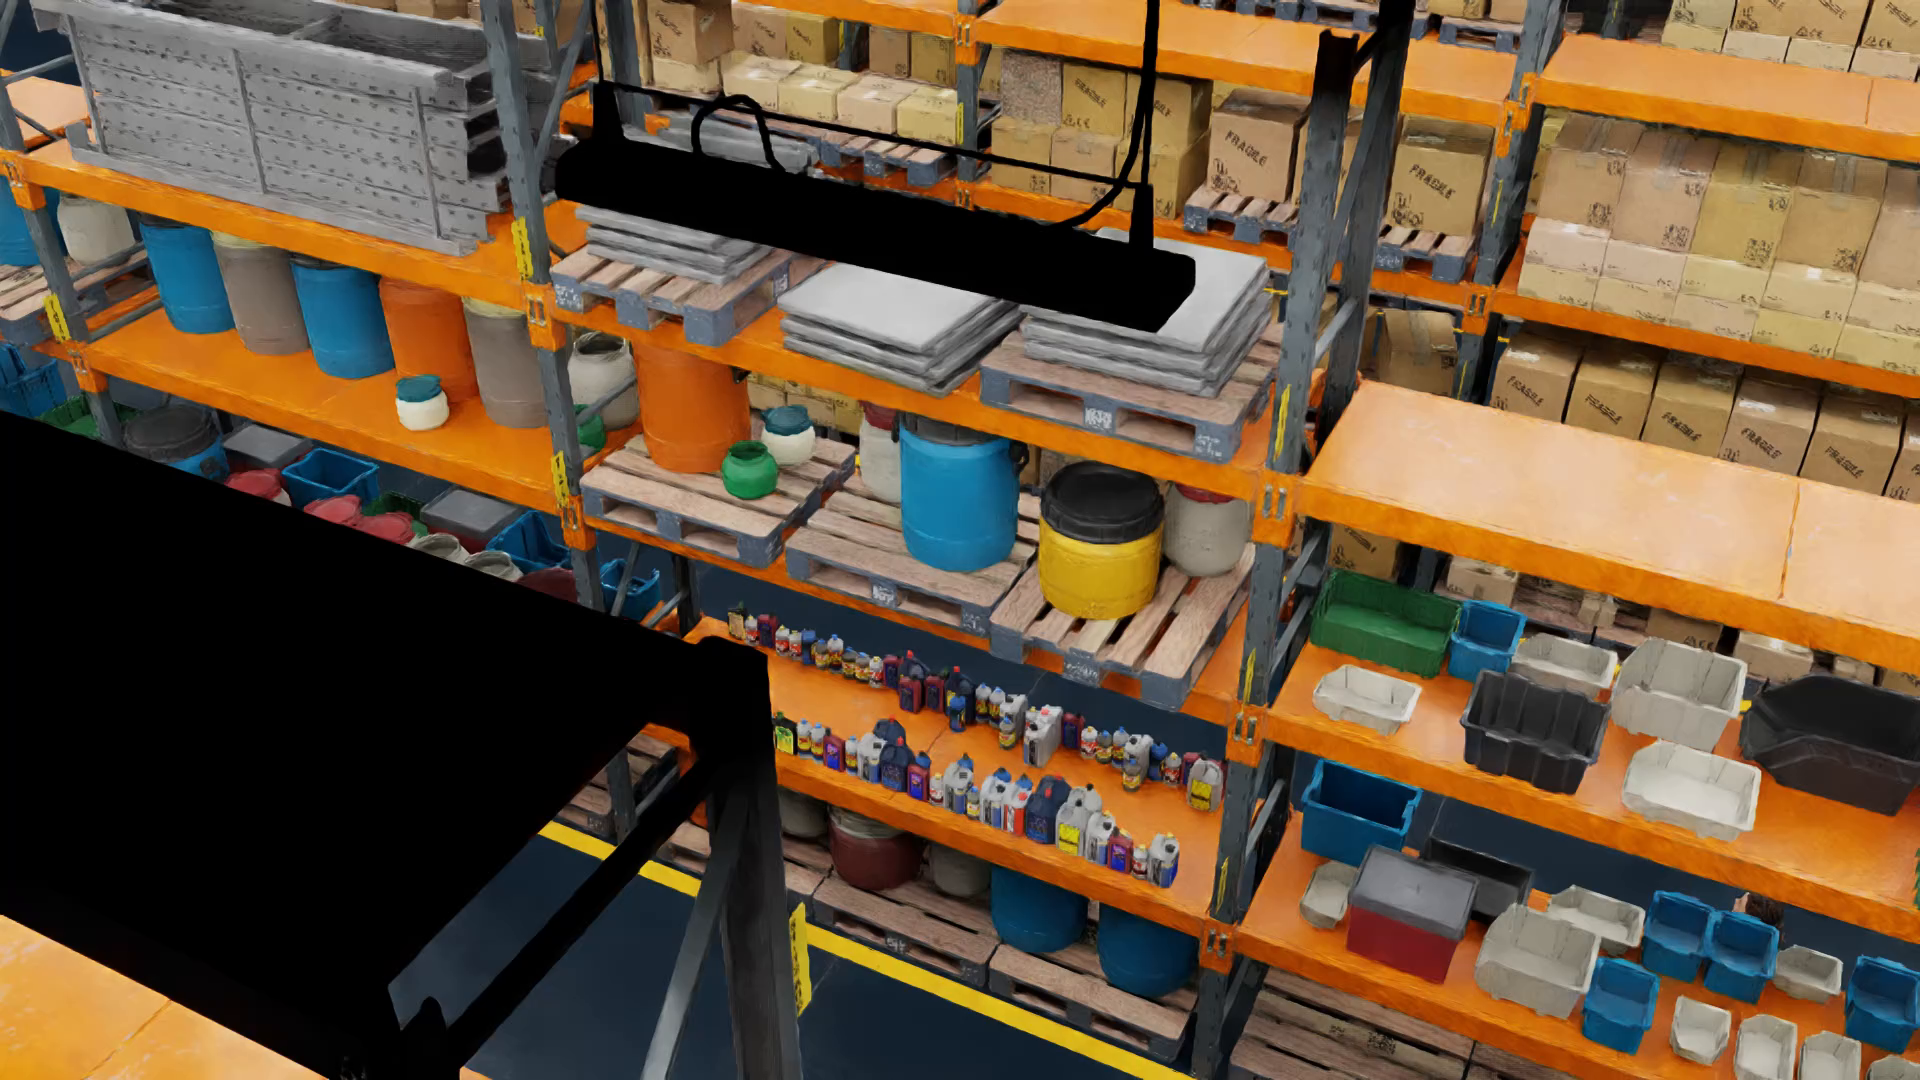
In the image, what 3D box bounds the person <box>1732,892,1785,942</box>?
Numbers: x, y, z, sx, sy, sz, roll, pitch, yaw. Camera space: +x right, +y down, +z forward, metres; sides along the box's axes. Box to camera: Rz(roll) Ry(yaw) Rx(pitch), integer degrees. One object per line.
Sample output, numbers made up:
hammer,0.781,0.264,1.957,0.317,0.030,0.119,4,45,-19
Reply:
person,4.081,2.454,8.949,1.001,1.601,0.448,23,41,29
